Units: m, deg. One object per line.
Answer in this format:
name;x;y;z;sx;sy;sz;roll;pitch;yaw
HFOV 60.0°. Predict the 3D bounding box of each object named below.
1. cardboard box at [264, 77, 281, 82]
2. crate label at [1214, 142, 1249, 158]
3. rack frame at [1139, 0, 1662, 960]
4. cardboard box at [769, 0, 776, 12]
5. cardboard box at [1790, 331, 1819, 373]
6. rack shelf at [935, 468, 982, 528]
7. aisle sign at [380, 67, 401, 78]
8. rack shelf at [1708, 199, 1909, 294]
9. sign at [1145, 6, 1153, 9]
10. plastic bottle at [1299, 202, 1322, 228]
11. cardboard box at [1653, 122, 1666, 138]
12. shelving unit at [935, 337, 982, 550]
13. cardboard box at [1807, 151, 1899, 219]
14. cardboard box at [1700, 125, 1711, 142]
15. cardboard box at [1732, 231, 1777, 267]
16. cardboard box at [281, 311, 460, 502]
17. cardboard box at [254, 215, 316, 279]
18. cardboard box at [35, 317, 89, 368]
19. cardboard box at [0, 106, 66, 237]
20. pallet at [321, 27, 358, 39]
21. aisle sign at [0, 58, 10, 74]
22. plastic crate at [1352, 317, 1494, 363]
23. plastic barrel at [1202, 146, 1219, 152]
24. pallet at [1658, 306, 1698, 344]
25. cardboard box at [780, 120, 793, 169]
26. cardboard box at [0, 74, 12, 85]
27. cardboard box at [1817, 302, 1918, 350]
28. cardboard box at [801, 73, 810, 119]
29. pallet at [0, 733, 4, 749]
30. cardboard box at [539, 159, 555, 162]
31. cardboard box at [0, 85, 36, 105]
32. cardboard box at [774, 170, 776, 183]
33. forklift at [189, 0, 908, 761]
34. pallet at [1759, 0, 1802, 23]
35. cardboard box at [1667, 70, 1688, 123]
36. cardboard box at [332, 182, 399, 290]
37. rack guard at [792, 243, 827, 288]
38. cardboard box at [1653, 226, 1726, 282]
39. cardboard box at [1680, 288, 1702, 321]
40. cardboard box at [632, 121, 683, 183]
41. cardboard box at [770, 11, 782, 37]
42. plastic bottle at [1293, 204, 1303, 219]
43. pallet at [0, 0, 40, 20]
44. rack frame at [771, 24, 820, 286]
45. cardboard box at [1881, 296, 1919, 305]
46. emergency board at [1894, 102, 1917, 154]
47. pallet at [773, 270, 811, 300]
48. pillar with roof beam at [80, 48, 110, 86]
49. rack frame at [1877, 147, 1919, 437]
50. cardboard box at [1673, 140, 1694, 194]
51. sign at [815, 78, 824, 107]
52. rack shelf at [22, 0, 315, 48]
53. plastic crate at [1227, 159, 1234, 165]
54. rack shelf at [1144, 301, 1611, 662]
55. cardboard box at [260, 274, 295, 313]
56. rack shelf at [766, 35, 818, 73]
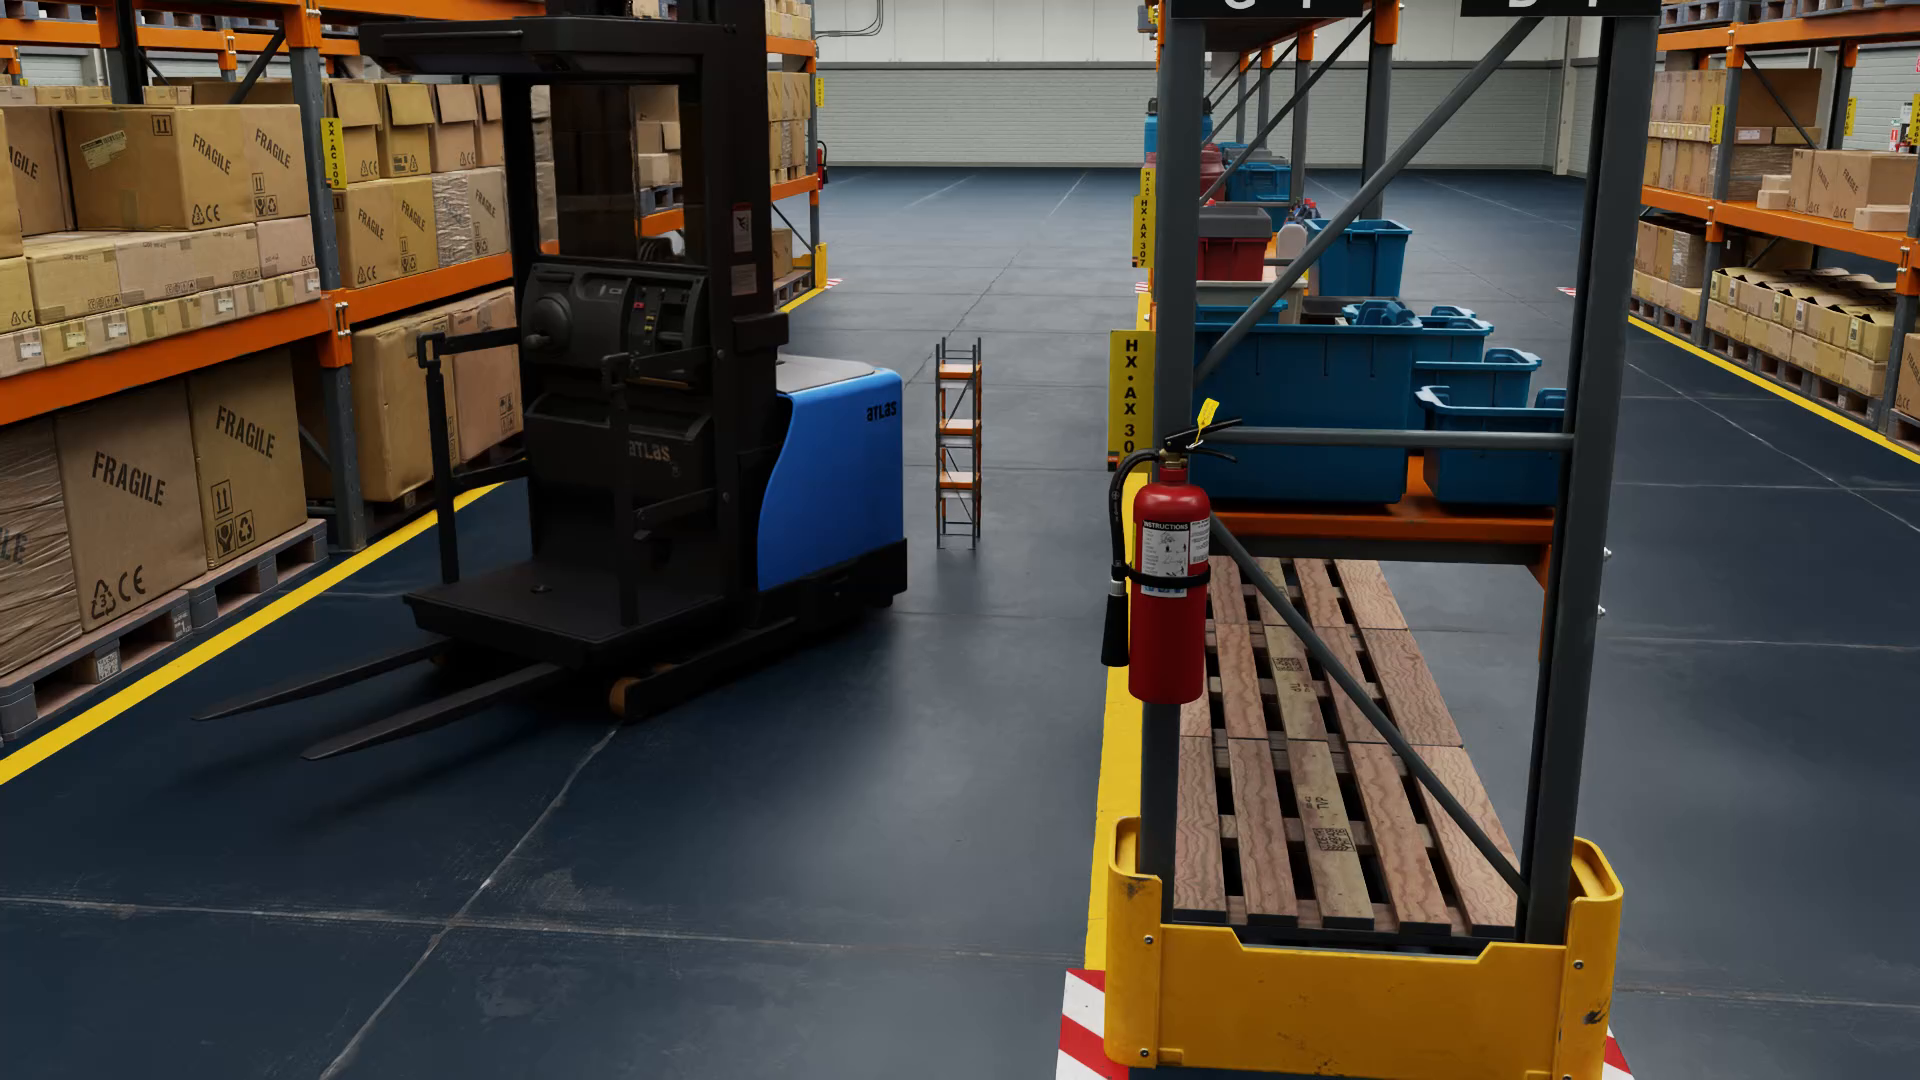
cardboard box;-7.527;-4.485;17.146;0.875;0.550;0.550;2;15;6
crate label;2.801;-3.902;17.277;0.502;0.435;0.616;2;15;6
rack frame;0.935;-0.220;3.730;1.000;3.000;0.127;2;15;6
cardboard box;-2.133;-5.596;17.387;0.380;0.149;0.250;1;15;3
cardboard box;6.690;-1.431;12.672;0.500;0.250;0.500;2;15;8
rack shelf;-0.006;-0.214;8.549;0.215;0.259;0.240;2;15;6
aisle sign;-6.792;-5.953;19.949;0.394;0.787;0.004;2;15;6
rack shelf;6.985;-2.320;12.872;1.077;0.370;4.000;2;15;6
sign;1.290;-3.707;11.078;0.100;0.325;0.005;2;15;6
plastic bottle;1.992;-1.735;9.425;0.144;0.351;0.185;2;15;6
cardboard box;7.260;-4.155;16.847;0.380;0.149;0.250;2;15;6
shelving unit;-0.006;-0.493;8.474;0.215;1.050;0.252;2;15;6
cardboard box;6.991;-2.769;12.963;0.500;0.500;0.500;2;15;6
cardboard box;7.085;-3.756;15.371;0.380;0.149;0.250;1;15;5
cardboard box;7.622;-2.664;15.794;0.500;0.500;0.500;2;15;6
cardboard box;-3.483;-0.747;8.944;1.225;0.875;0.875;2;15;6
cardboard box;-3.324;-1.352;7.635;0.500;0.250;0.500;1;15;5
cardboard box;-3.446;-0.726;6.082;0.380;0.149;0.250;1;15;5
cardboard box;-3.960;-1.457;6.586;0.500;0.500;0.500;1;15;4
pallet;-7.171;-5.901;19.160;1.003;0.211;1.213;2;15;6
aisle sign;-11.733;-6.070;20.384;0.394;0.787;0.004;2;15;6
plastic crate;1.439;-0.564;5.208;0.416;0.233;0.300;2;15;6
plastic barrel;1.832;-2.854;13.210;0.433;0.535;0.433;0;15;0
pallet;7.342;-2.045;15.819;1.003;0.211;1.213;2;15;6
cardboard box;-2.307;-4.304;18.072;0.875;0.500;0.500;2;15;6
cardboard box;-11.868;-5.343;19.999;0.700;0.500;0.500;1;15;5
cardboard box;6.626;-1.572;12.119;0.500;0.311;0.500;1;15;5
cardboard box;-1.997;-5.040;18.879;0.500;0.500;0.500;2;15;6
pallet;-3.974;0.770;5.409;1.003;0.211;1.213;2;15;6
cardboard box;-2.893;-2.354;11.429;0.500;0.500;0.500;2;15;8
cardboard box;-7.884;-3.392;13.351;0.700;0.500;0.500;1;15;5
cardboard box;-2.170;-3.860;17.670;0.380;0.149;0.250;2;15;6
forklift;-1.478;-0.883;6.311;1.130;2.935;3.031;10;18;33
pallet;7.124;-4.312;13.483;0.805;0.209;1.217;1;15;4
cardboard box;7.424;-4.366;16.385;0.700;0.500;0.500;2;15;6
cardboard box;-3.235;-1.564;8.507;0.500;0.500;0.500;2;15;6
rack guard;-2.190;-3.289;19.869;1.175;0.500;0.348;2;15;6
cardboard box;7.166;-2.809;16.330;0.500;0.500;0.500;2;15;6
cardboard box;7.046;-2.188;15.469;0.500;0.250;0.500;2;15;6
cardboard box;-2.736;-3.279;14.038;0.797;0.503;0.637;3;15;12
cardboard box;-2.154;-5.366;17.301;0.500;0.250;0.500;1;15;5
plastic bottle;2.137;-1.976;10.469;0.097;0.271;0.097;0;15;0
pallet;-7.981;-4.139;12.836;1.213;0.211;1.003;2;15;9
rack frame;-2.181;-4.516;19.616;1.000;3.000;0.127;2;15;6
cardboard box;7.221;-1.690;12.555;0.500;0.311;0.500;1;15;5
emergency board;14.358;-6.067;25.353;0.194;1.169;0.643;2;15;6
pallet;-2.316;-2.940;19.132;1.003;0.211;1.213;2;15;6
pillar with roof beam;-12.303;-10.680;30.921;9.100;9.000;0.400;2;15;6
rack frame;6.759;-2.148;10.860;1.000;3.000;0.127;2;15;6
cardboard box;7.368;-3.616;16.097;0.700;0.500;0.500;2;15;7
sign;-1.632;-5.206;19.344;0.100;0.325;0.005;2;15;6
rack shelf;-3.761;-1.985;5.890;1.077;0.370;4.000;2;15;6
plastic crate;2.474;-3.030;14.150;0.392;0.384;0.575;2;15;6
rack shelf;1.161;-0.392;5.742;1.077;0.370;4.000;2;15;6
cardboard box;-3.273;-1.127;7.563;0.380;0.149;0.250;2;15;7
rack shelf;-2.407;-5.098;17.400;1.077;0.370;4.000;2;15;6
